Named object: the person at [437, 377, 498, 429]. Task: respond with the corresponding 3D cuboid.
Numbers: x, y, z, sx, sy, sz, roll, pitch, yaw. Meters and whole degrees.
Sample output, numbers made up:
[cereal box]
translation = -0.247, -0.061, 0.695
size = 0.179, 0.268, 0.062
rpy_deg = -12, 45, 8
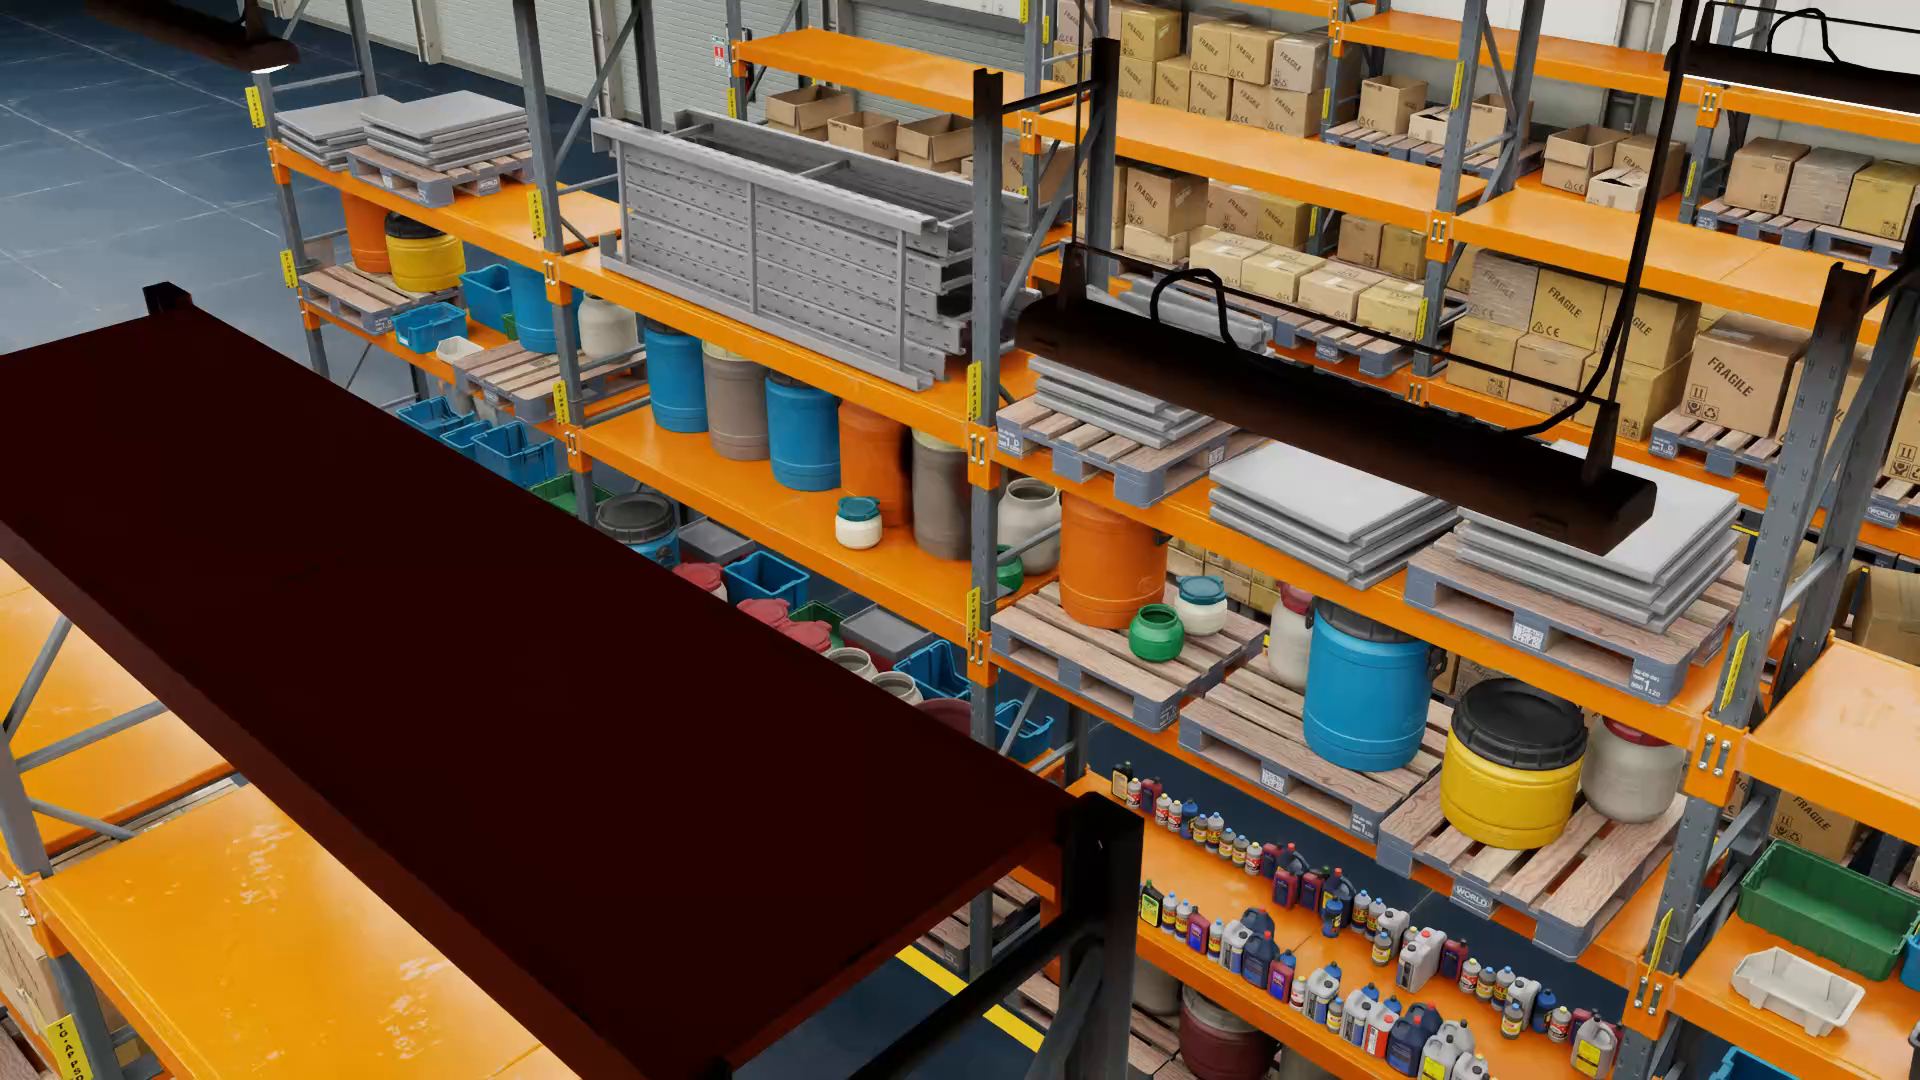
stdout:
[person]
translation = -5.170, -1.687, 17.456
size = 0.634, 1.776, 0.555
rpy_deg = 4, 30, 7
